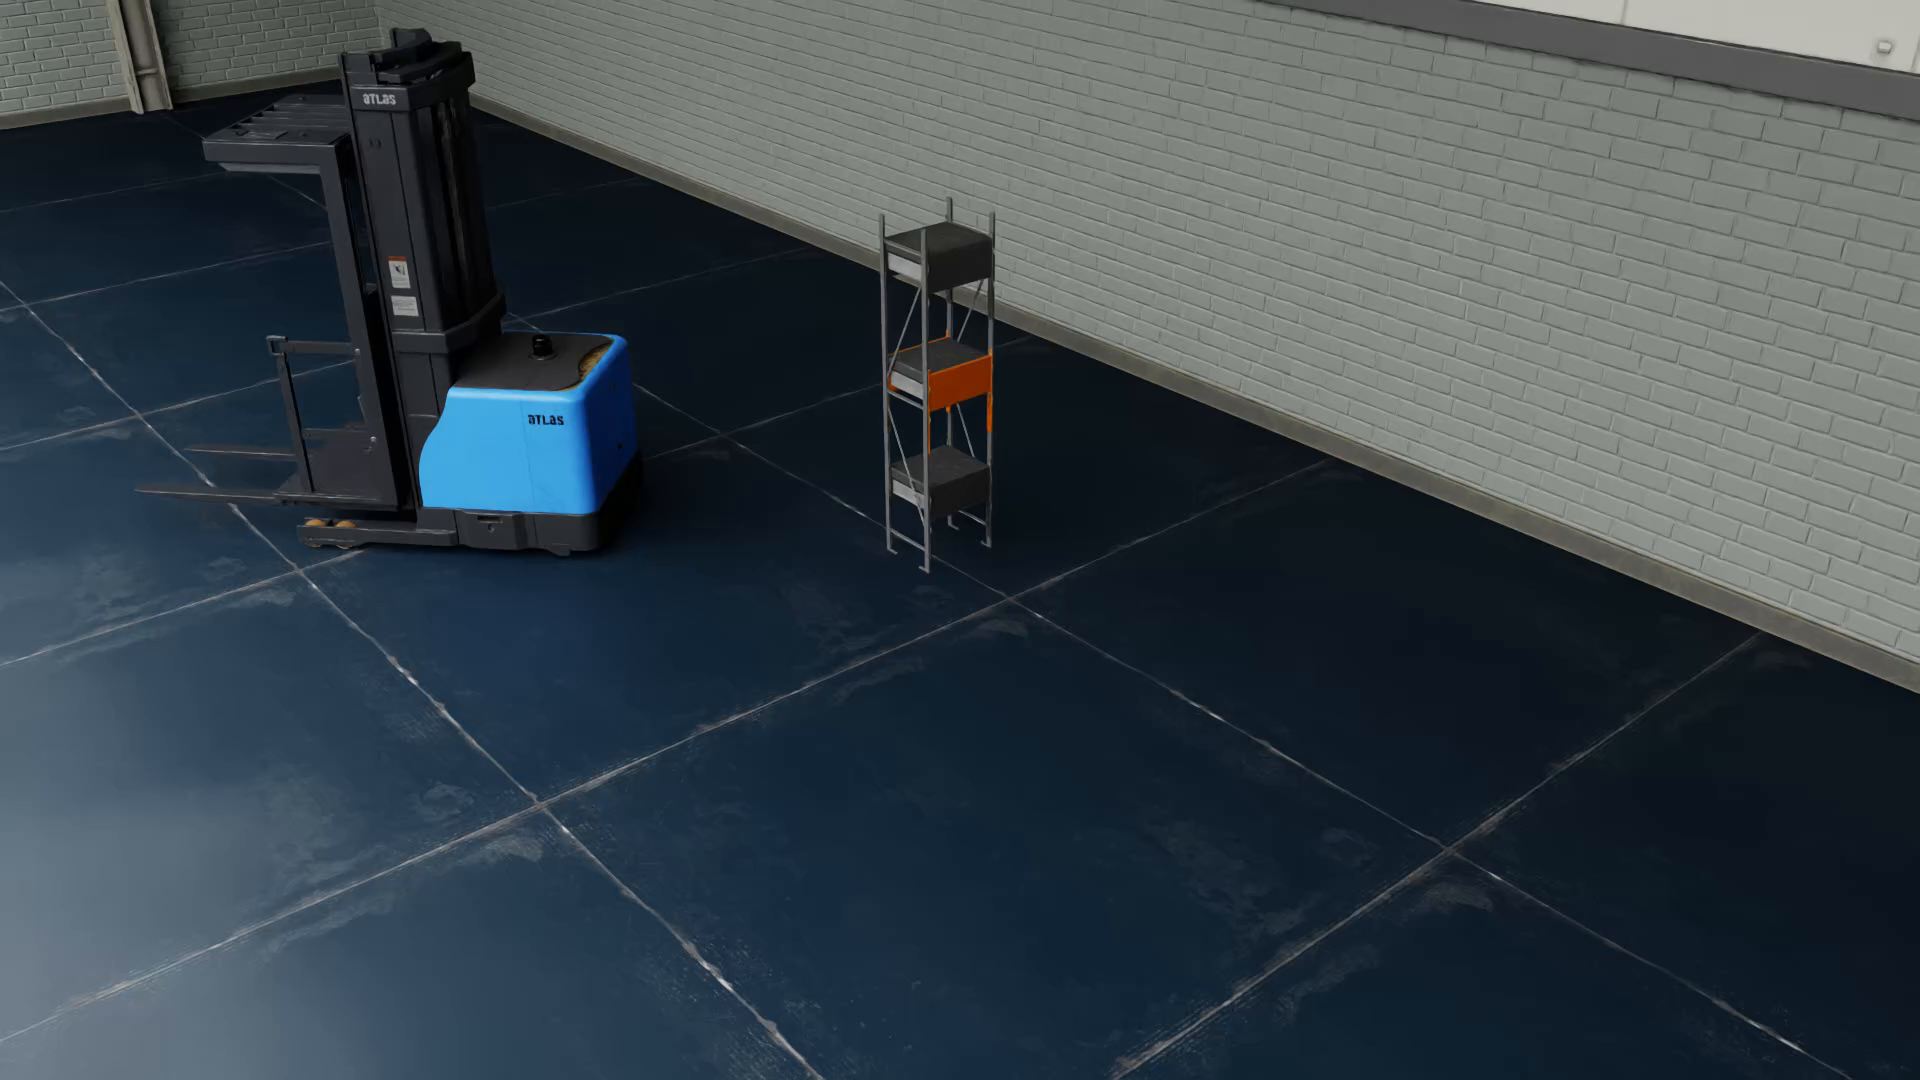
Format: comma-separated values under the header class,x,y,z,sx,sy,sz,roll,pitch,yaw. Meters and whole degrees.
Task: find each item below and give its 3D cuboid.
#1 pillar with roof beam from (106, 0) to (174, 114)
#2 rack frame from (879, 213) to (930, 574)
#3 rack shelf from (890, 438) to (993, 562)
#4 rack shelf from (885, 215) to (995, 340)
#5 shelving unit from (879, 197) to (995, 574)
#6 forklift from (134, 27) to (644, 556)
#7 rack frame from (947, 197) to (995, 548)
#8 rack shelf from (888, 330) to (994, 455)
class,x,y,z,sx,sy,sz,roll,pitch,yaw
pillar with roof beam,-6.863,-7.578,14.882,0.400,9.000,9.100,-22,35,-35
rack frame,-0.312,-0.801,9.521,0.015,2.100,0.400,-22,35,-35
rack shelf,-0.126,-0.246,9.997,0.480,0.518,0.431,-22,35,-35
rack shelf,-0.126,-1.481,9.337,0.480,0.518,0.431,-22,35,-35
shelving unit,-0.126,-0.875,9.660,0.503,2.100,0.431,-22,35,-35
forklift,-3.608,-1.483,9.915,3.031,2.935,1.130,3,28,6
rack frame,0.060,-0.950,9.800,0.015,2.100,0.400,-22,35,-35
rack shelf,-0.126,-0.863,9.667,0.480,0.518,0.431,-22,35,-35
